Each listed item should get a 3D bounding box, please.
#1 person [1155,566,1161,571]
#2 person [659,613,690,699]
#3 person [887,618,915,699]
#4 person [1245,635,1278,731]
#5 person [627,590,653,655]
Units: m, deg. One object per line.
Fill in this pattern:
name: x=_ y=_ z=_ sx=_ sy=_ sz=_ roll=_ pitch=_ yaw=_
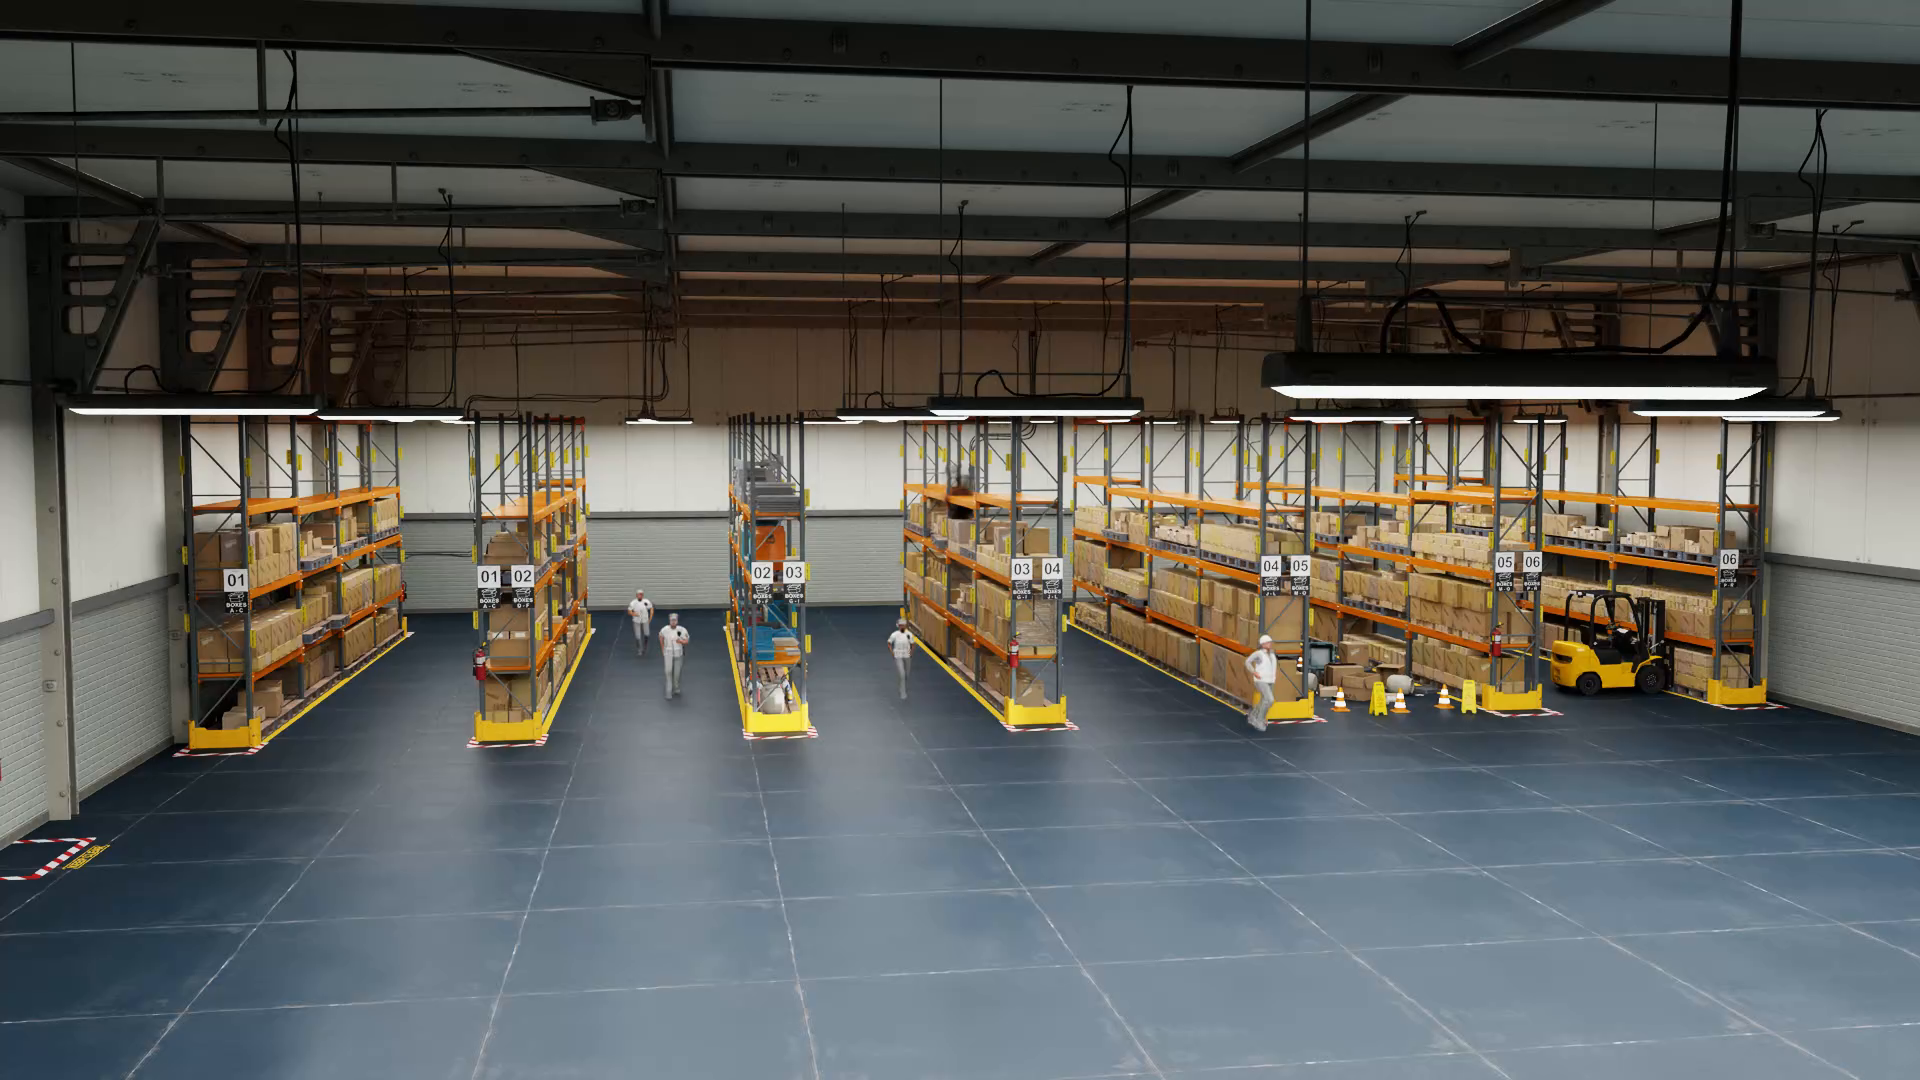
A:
person: x=5.591 y=1.626 z=46.793 sx=0.655 sy=1.817 sz=0.910 roll=-1 pitch=4 yaw=-14
person: x=-6.054 y=2.462 z=35.288 sx=0.636 sy=1.847 sz=0.818 roll=-1 pitch=4 yaw=-11
person: x=-1.245 y=2.488 z=35.250 sx=0.600 sy=1.684 sz=0.747 roll=-1 pitch=4 yaw=-18
person: x=5.776 y=2.712 z=31.532 sx=0.682 sy=1.813 sz=0.642 roll=-3 pitch=5 yaw=-40
person: x=-7.983 y=2.067 z=41.618 sx=0.661 sy=1.639 sz=0.572 roll=-1 pitch=4 yaw=-16
